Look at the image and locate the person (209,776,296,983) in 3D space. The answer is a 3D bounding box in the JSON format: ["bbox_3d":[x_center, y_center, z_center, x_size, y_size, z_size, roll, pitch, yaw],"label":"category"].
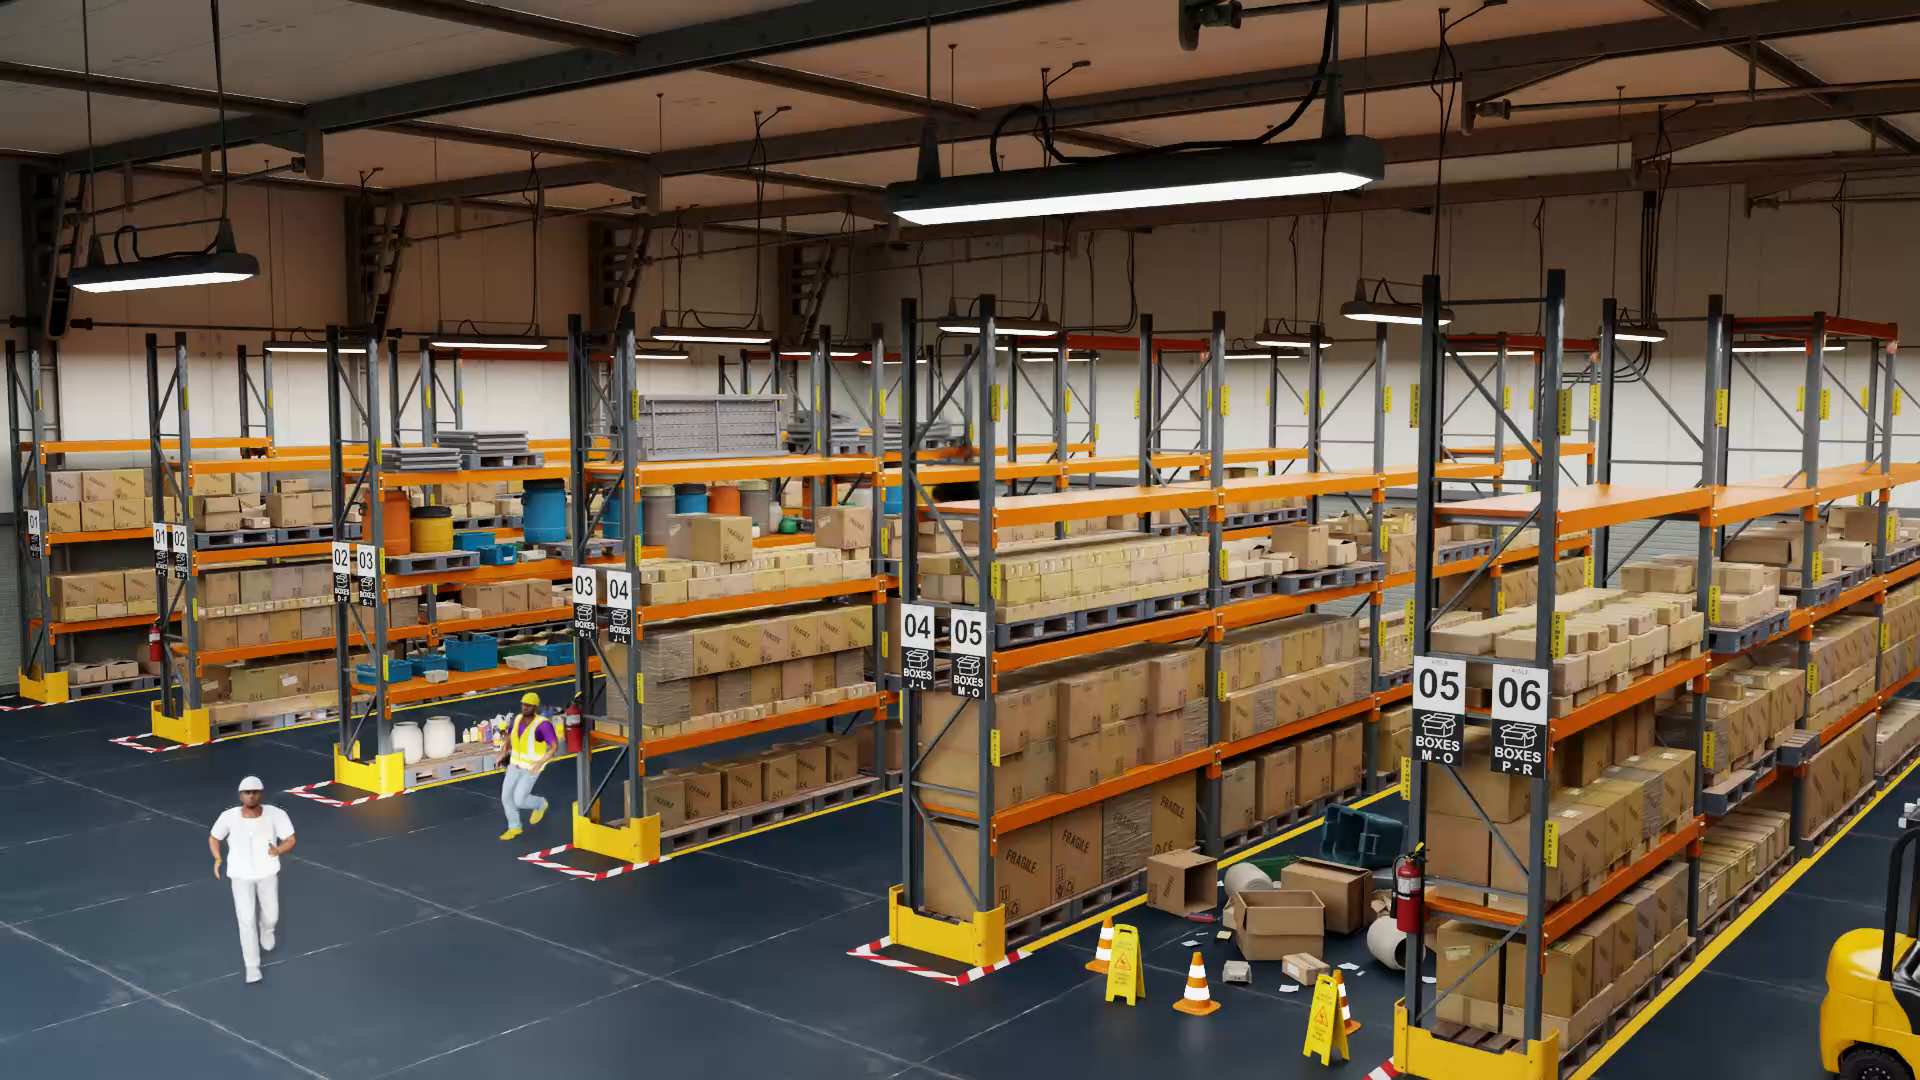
[{"bbox_3d":[-6.273,2.963,14.774,0.714,1.746,0.916,-2,6,-24],"label":"person"}]

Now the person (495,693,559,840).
[{"bbox_3d":[-4.980,2.600,19.252,0.747,1.720,0.590,3,6,29],"label":"person"}]
